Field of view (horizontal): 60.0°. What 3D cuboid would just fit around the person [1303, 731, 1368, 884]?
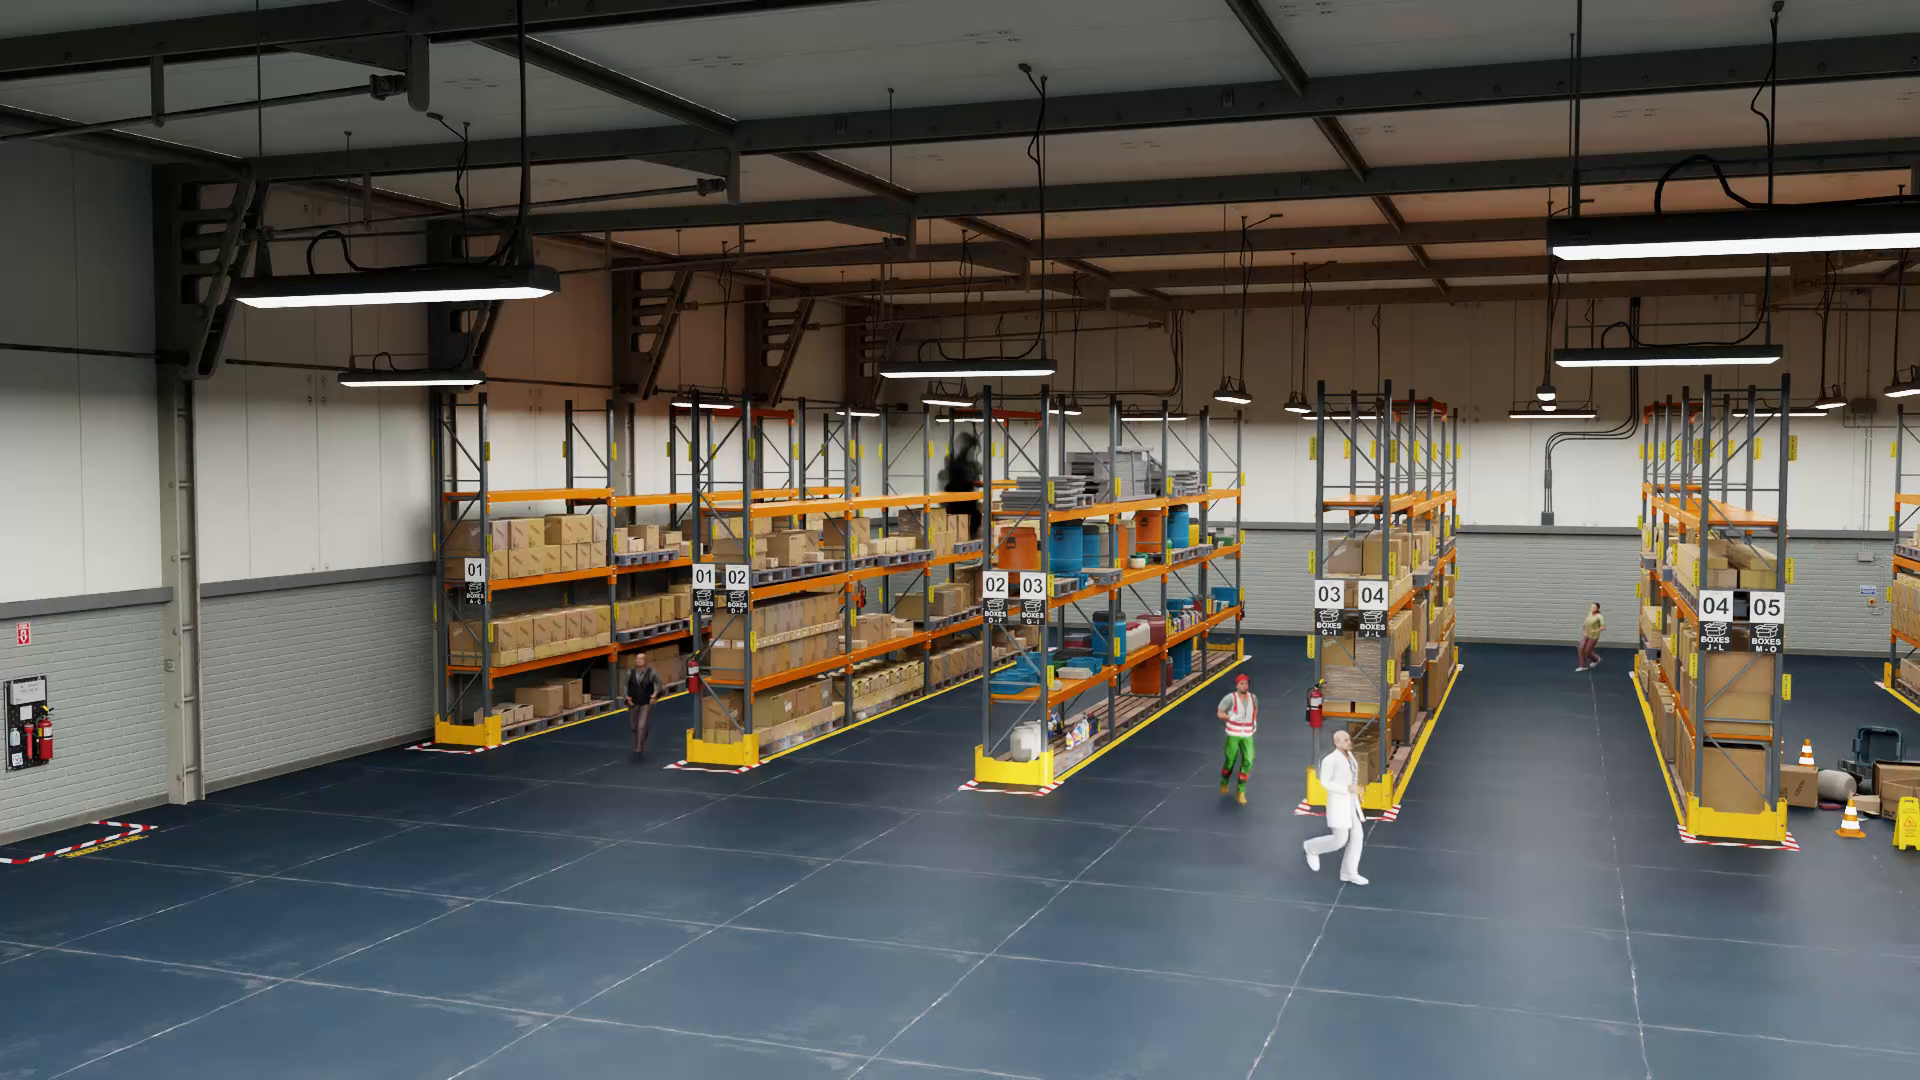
[{"bbox_3d":[4.407,3.088,19.382,0.711,1.746,0.833,-3,4,-44],"label":"person"}]

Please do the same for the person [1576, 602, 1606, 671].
[{"bbox_3d":[14.448,2.206,37.853,0.673,1.610,0.616,-1,3,-20],"label":"person"}]

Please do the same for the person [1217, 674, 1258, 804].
[{"bbox_3d":[4.006,2.843,23.917,0.667,1.854,0.738,0,3,-9],"label":"person"}]

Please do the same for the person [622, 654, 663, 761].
[{"bbox_3d":[-5.250,2.723,27.366,0.643,1.710,0.950,0,3,8],"label":"person"}]
